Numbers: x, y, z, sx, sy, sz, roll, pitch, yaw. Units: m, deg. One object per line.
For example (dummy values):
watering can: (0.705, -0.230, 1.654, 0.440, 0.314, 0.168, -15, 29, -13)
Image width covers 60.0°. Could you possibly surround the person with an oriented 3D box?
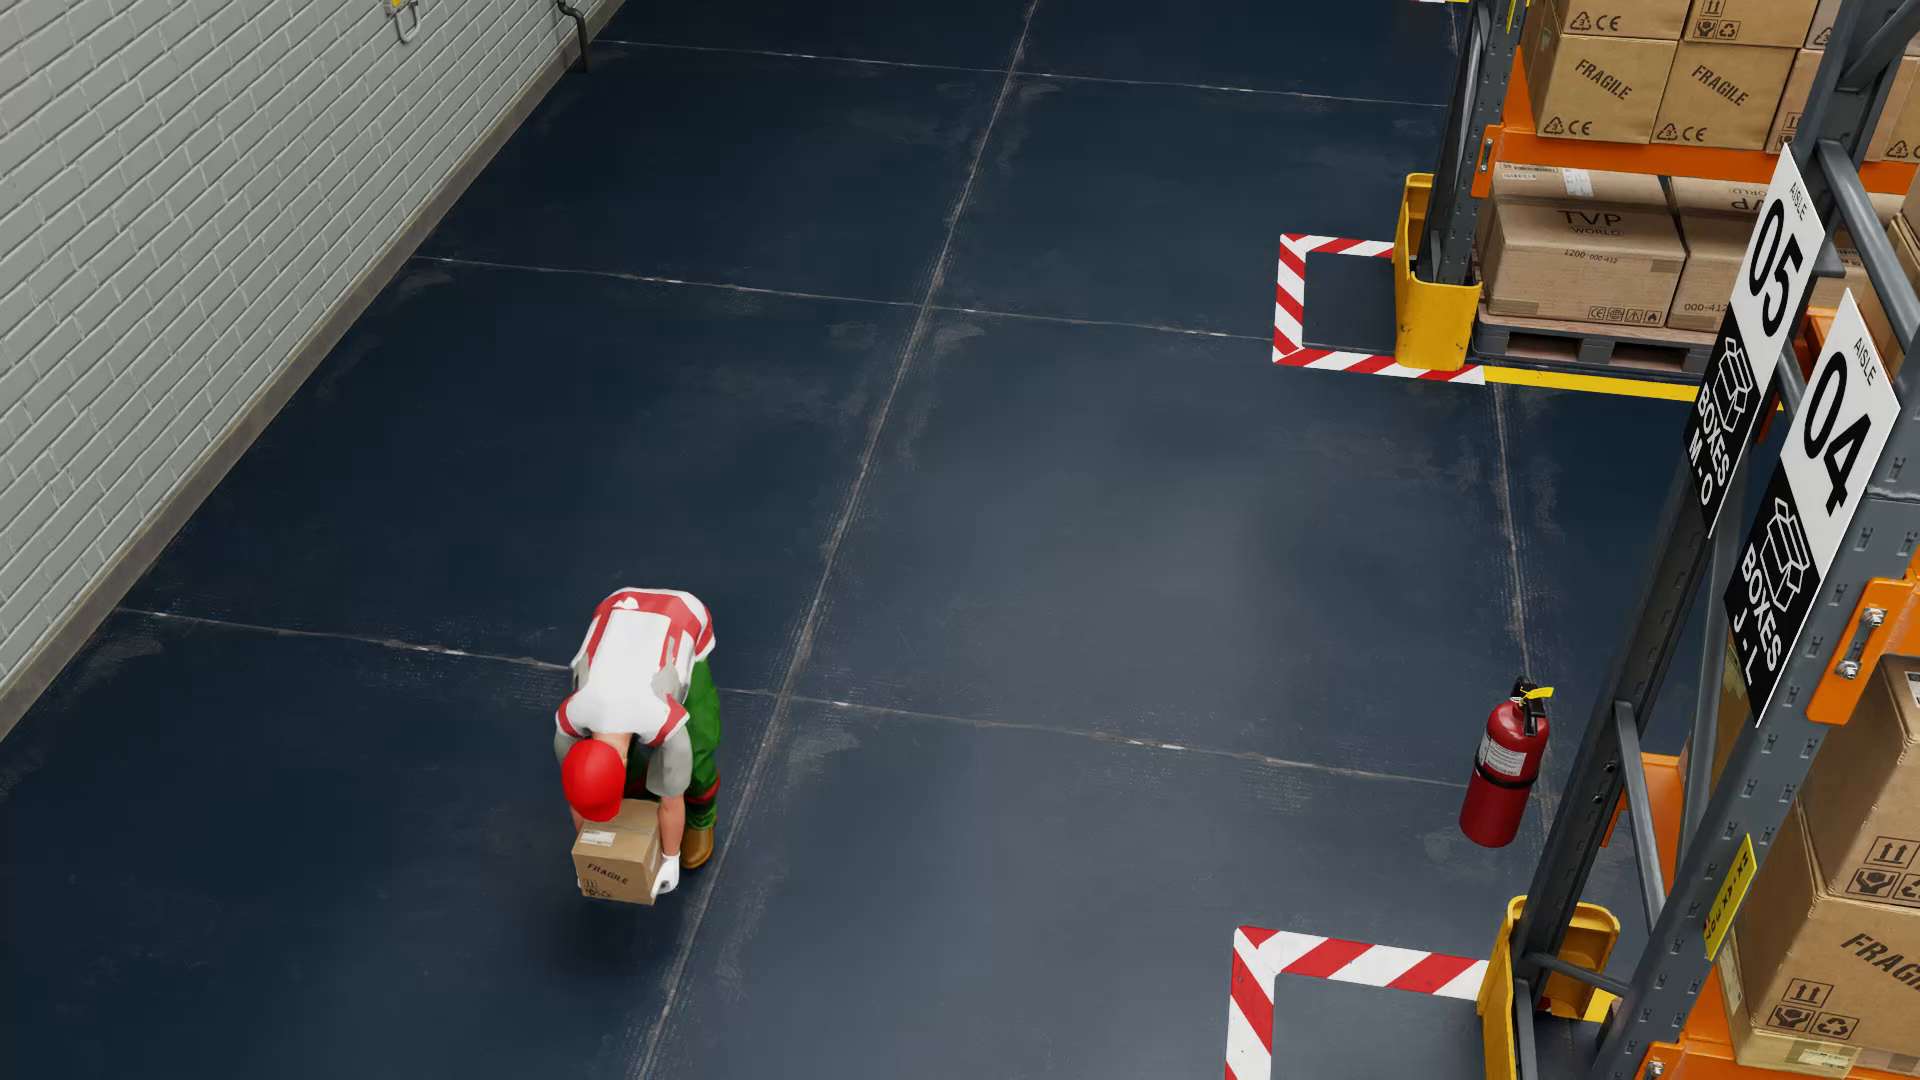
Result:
person: (-1.097, 0.792, 5.734, 0.492, 1.094, 0.965, 5, 40, 6)
